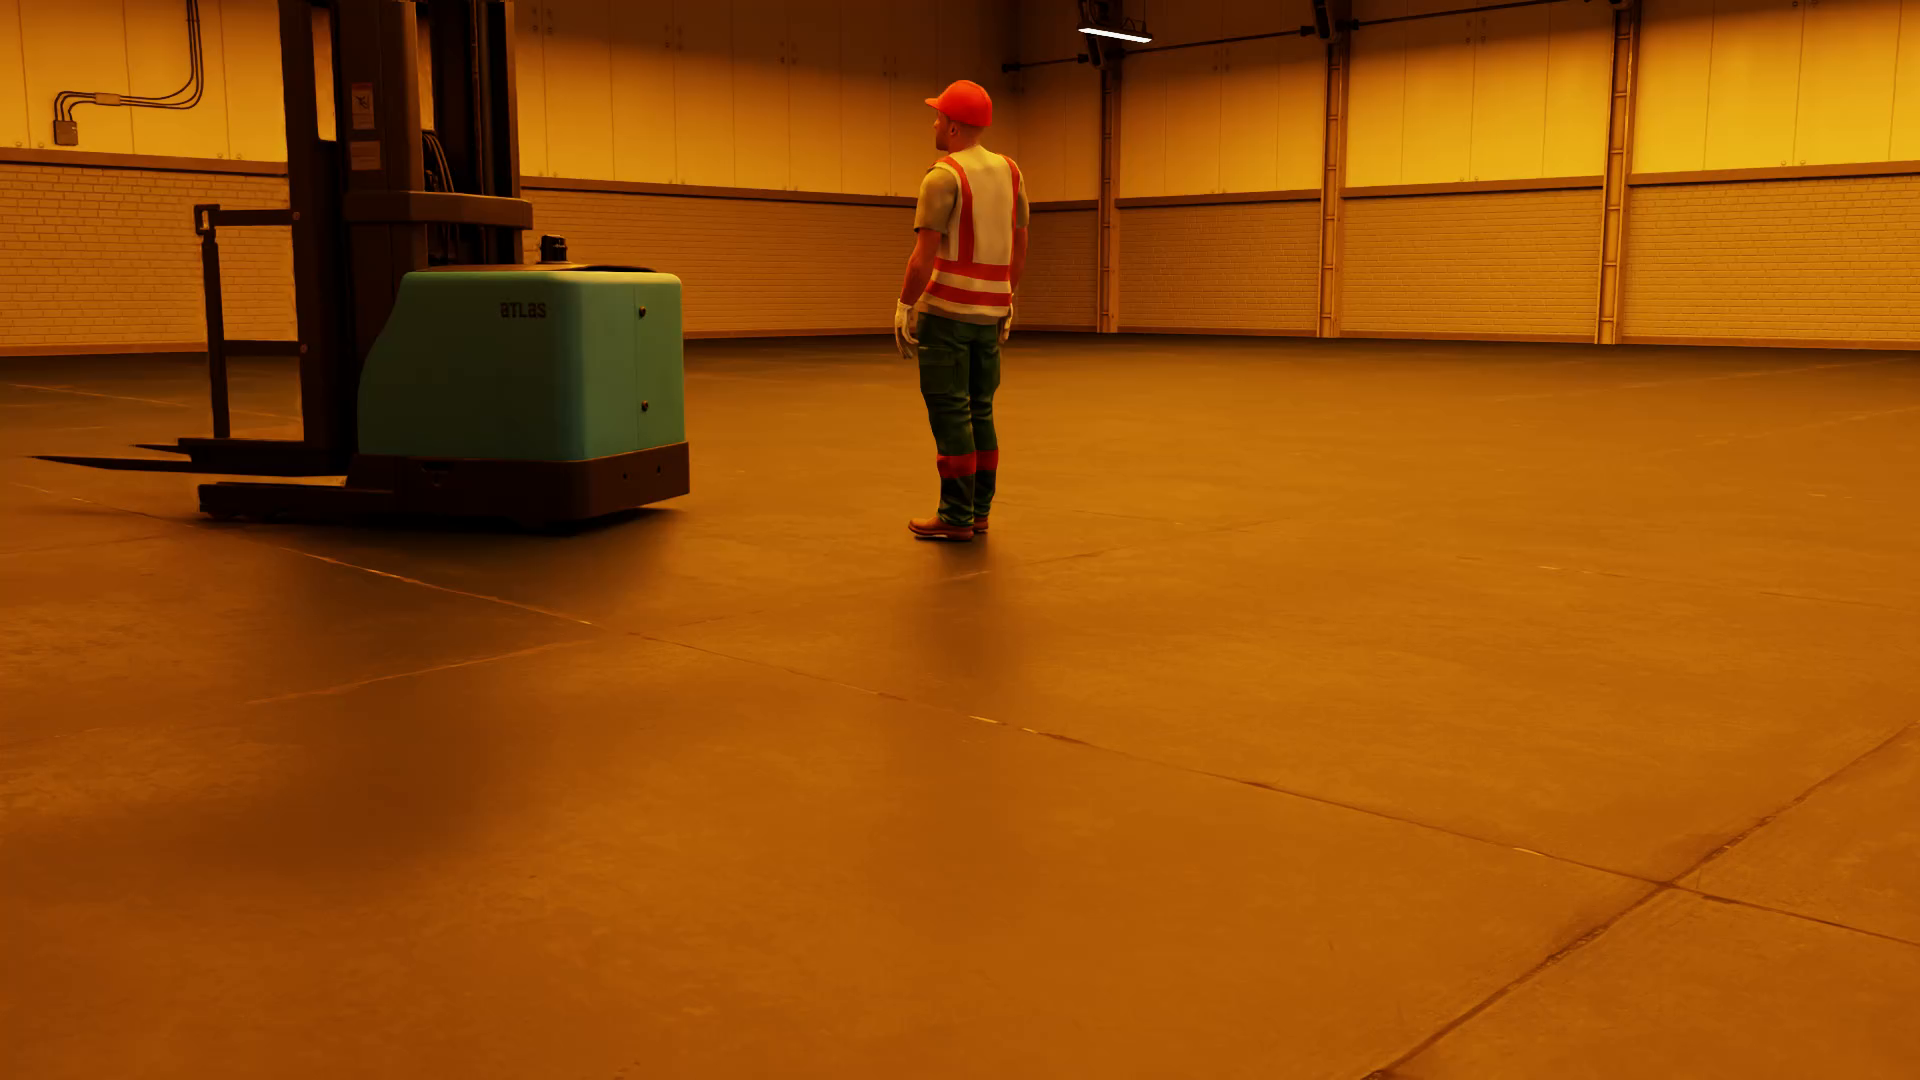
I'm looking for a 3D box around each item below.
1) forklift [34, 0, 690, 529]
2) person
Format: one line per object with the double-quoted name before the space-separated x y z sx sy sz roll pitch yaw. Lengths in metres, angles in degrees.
"forklift" -2.820 -1.599 7.491 3.031 2.935 1.130 3 9 18
"person" -0.051 -0.901 6.646 0.562 1.789 0.638 8 12 43
